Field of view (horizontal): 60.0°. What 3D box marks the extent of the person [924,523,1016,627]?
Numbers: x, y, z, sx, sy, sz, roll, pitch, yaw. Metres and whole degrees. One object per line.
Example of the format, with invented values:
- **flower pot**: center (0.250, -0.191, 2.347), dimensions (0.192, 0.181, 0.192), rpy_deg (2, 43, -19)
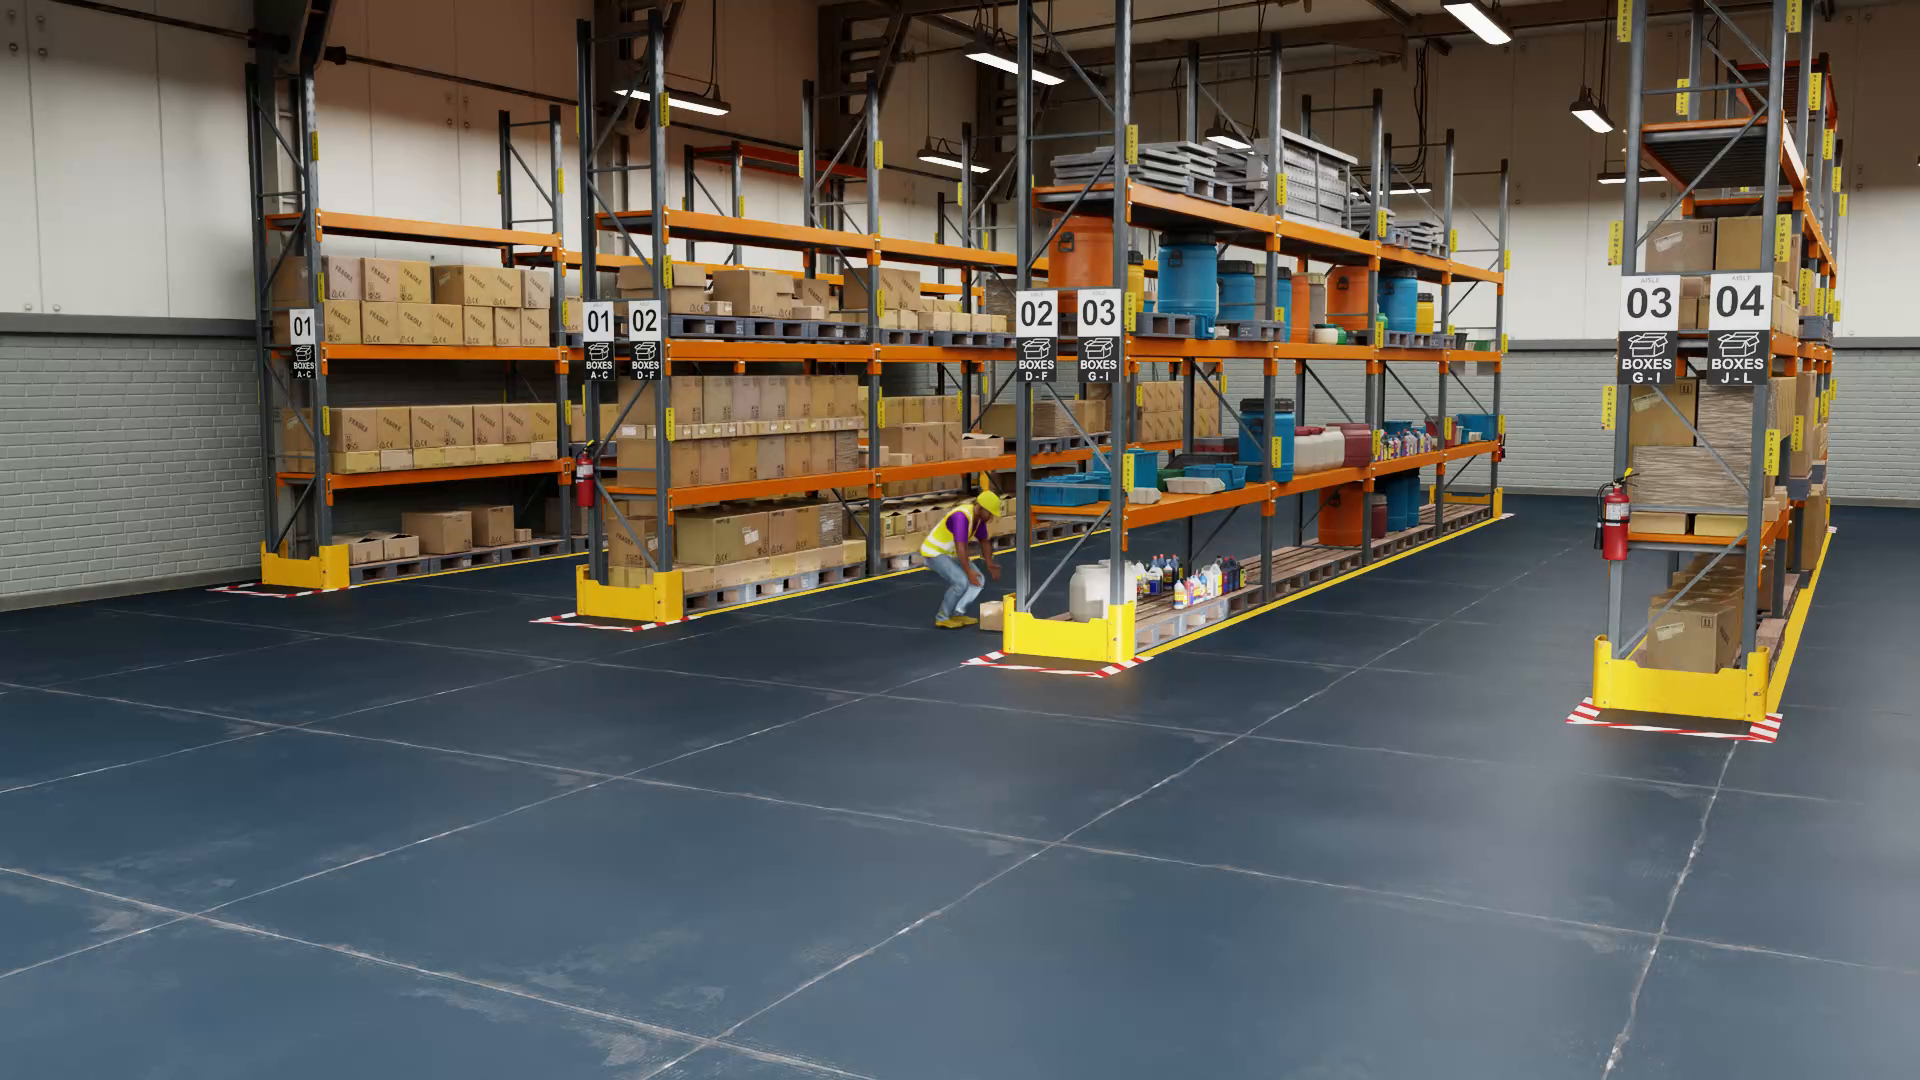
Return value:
- **person**: center (0.127, 0.343, 16.319), dimensions (0.977, 1.019, 0.497), rpy_deg (3, 7, 26)
